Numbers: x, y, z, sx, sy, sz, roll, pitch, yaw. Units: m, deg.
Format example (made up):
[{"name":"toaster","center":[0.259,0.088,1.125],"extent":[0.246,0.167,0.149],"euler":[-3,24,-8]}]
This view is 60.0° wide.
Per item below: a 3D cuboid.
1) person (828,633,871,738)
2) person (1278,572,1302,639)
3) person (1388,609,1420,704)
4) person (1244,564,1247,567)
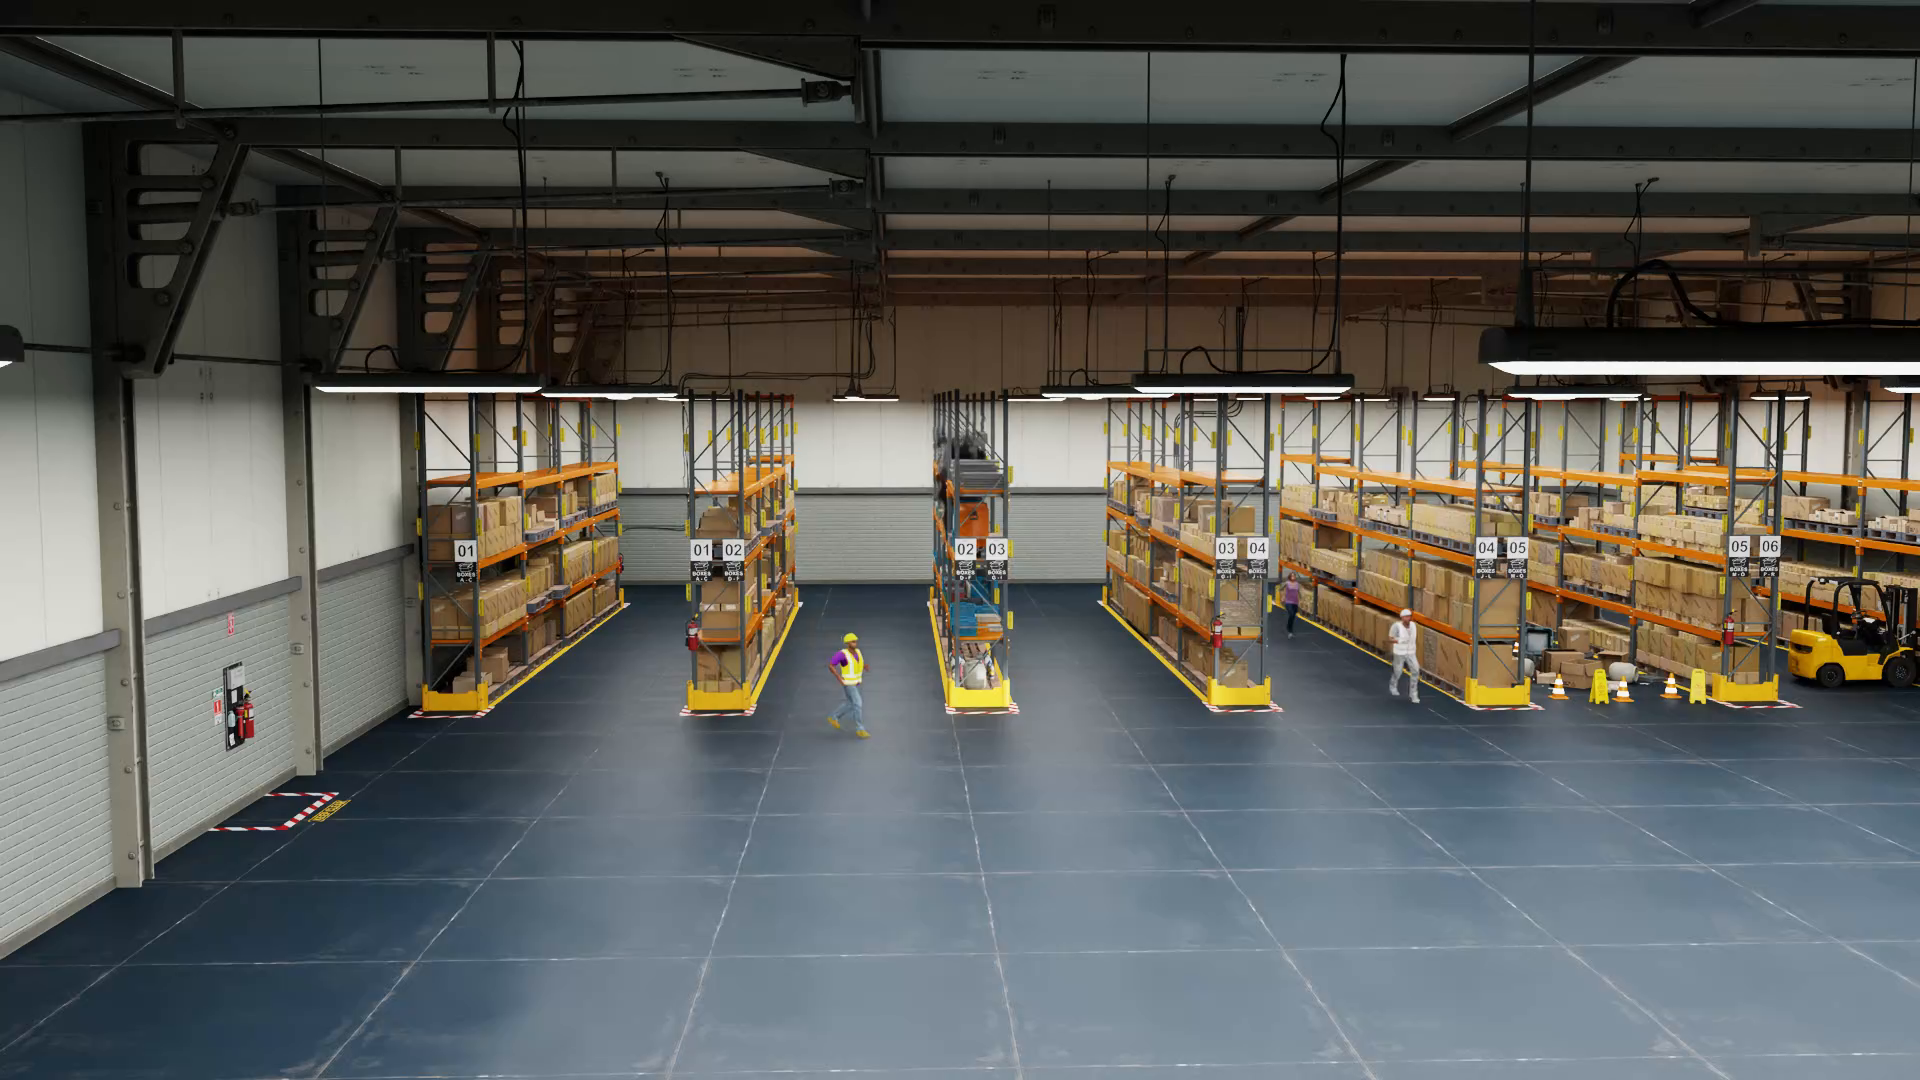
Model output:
[{"name":"person","center":[-1.893,2.493,28.757],"extent":[0.916,1.782,0.681],"euler":[3,5,30]},{"name":"person","center":[8.132,1.596,40.818],"extent":[0.503,1.644,0.710],"euler":[-1,5,-14]},{"name":"person","center":[8.569,2.224,32.149],"extent":[0.700,1.817,0.833],"euler":[-1,5,-11]},{"name":"person","center":[7.824,0.993,47.587],"extent":[0.772,1.700,0.561],"euler":[3,6,35]}]
